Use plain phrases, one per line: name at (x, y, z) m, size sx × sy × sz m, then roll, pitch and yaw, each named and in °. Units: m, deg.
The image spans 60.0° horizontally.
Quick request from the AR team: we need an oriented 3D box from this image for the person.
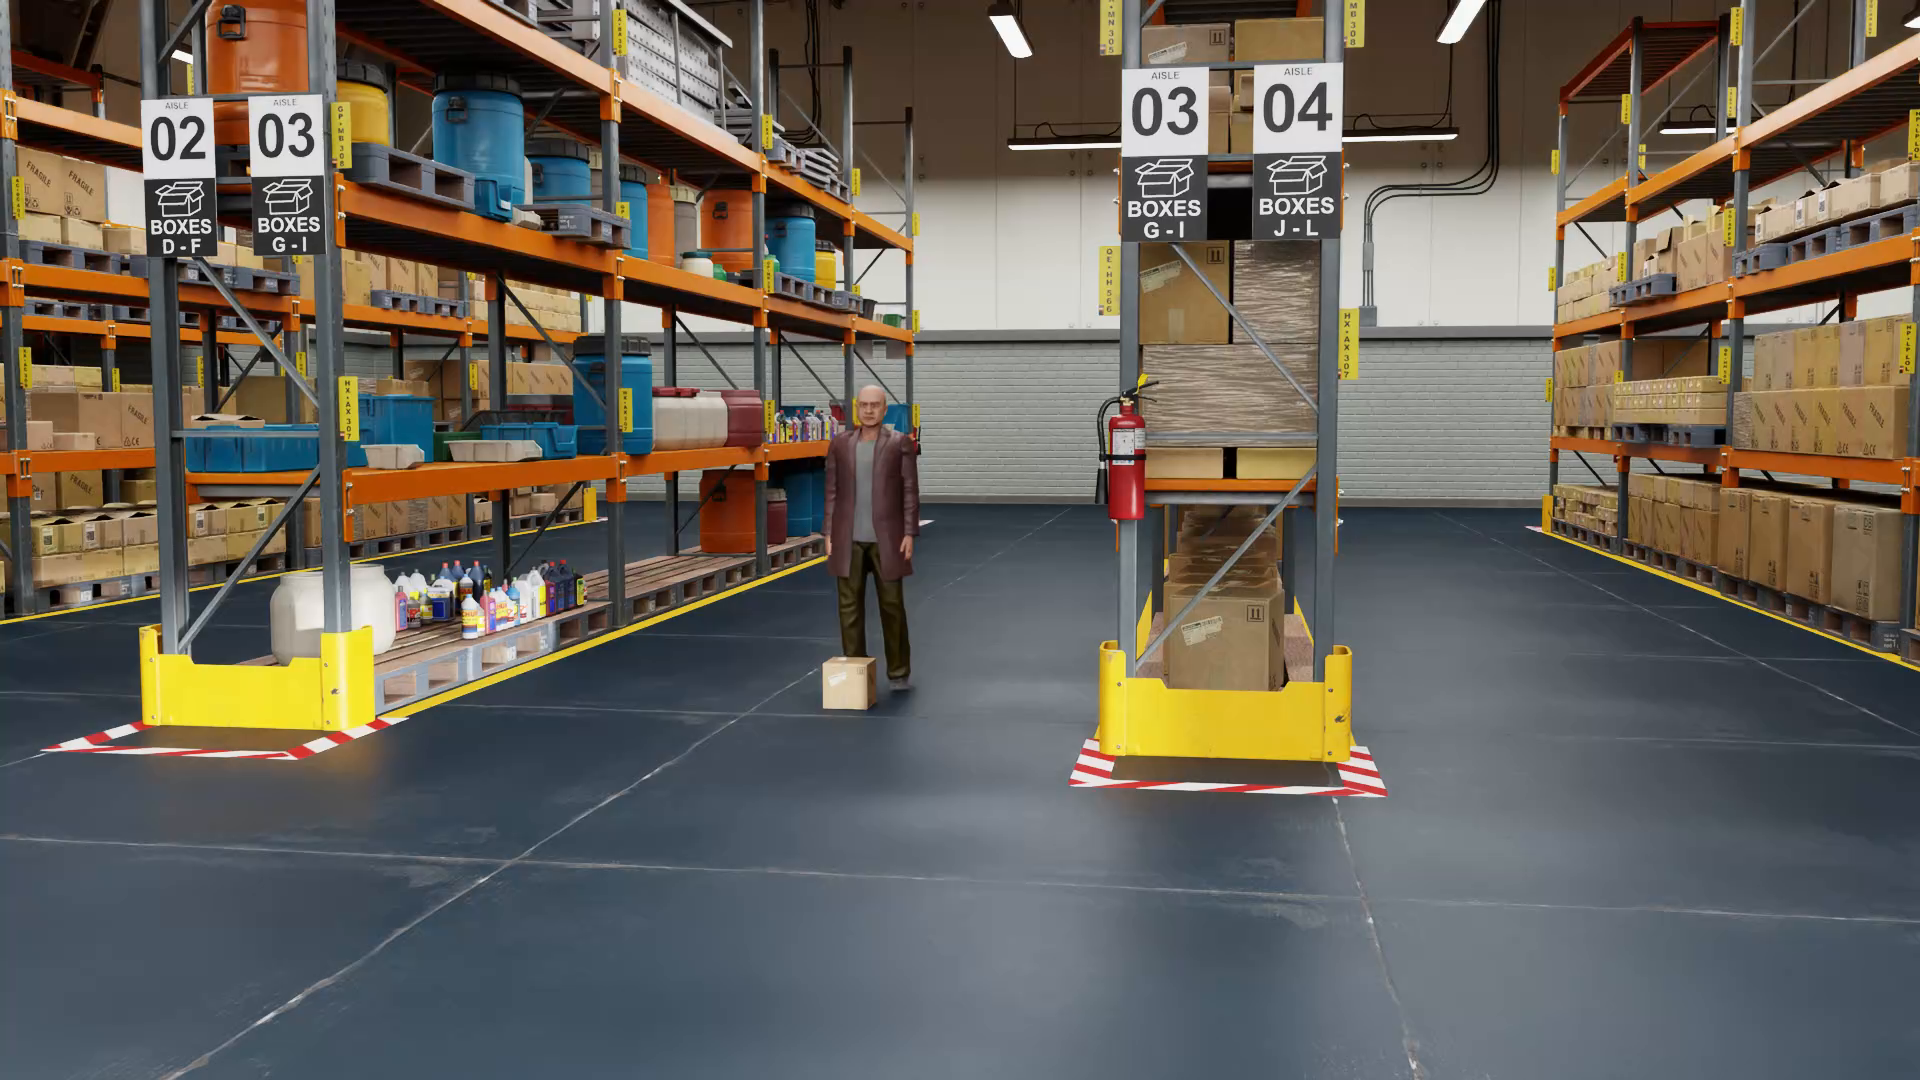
person at (-0.525, 0.041, 9.685) m, size 0.579 × 1.876 × 0.486 m, roll 1°, pitch 4°, yaw 10°
